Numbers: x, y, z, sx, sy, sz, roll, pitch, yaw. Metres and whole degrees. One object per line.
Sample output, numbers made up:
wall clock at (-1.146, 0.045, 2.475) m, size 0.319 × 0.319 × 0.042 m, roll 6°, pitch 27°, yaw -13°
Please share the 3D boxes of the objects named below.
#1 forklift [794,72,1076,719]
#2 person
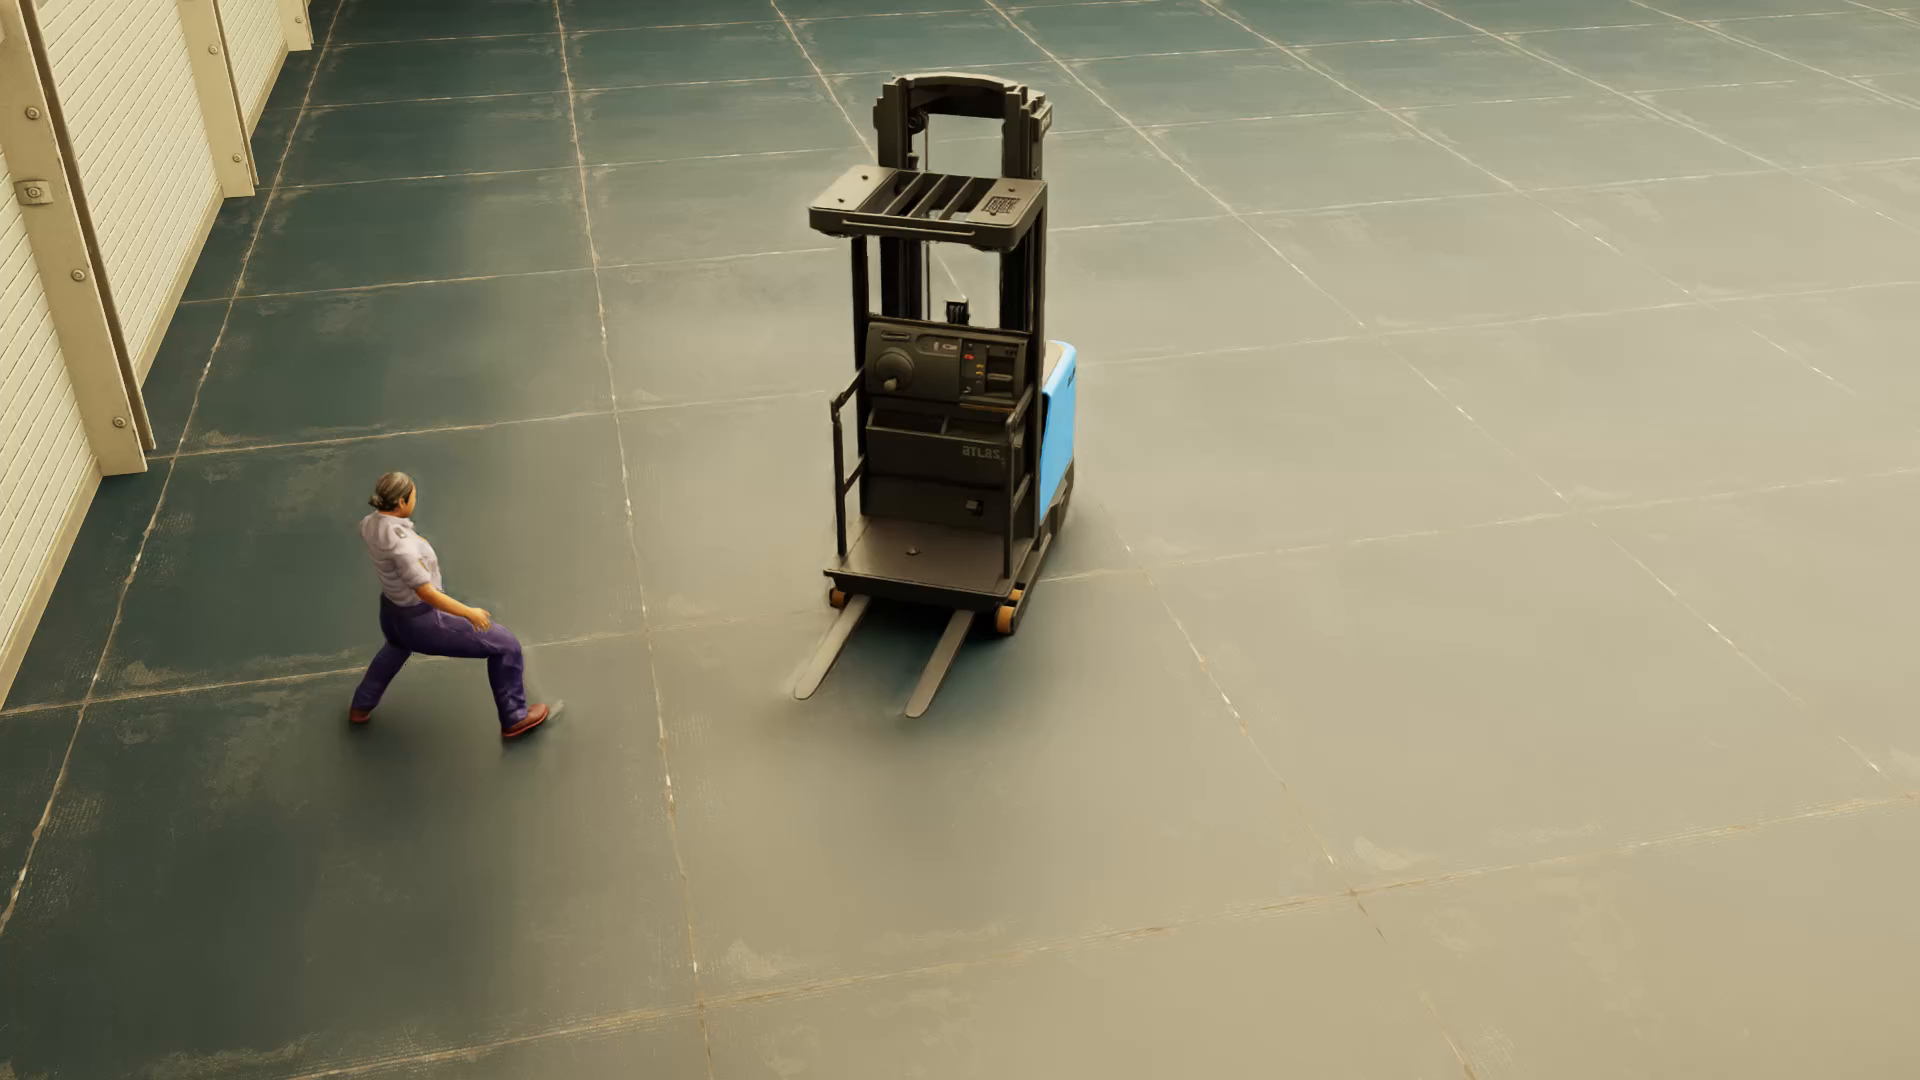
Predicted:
forklift at (-0.137, -0.942, 9.202) m, size 1.130 × 2.935 × 3.031 m, roll 8°, pitch 31°, yaw 13°
person at (-2.744, 0.318, 8.513) m, size 0.824 × 1.525 × 0.939 m, roll -24°, pitch 38°, yaw -35°
